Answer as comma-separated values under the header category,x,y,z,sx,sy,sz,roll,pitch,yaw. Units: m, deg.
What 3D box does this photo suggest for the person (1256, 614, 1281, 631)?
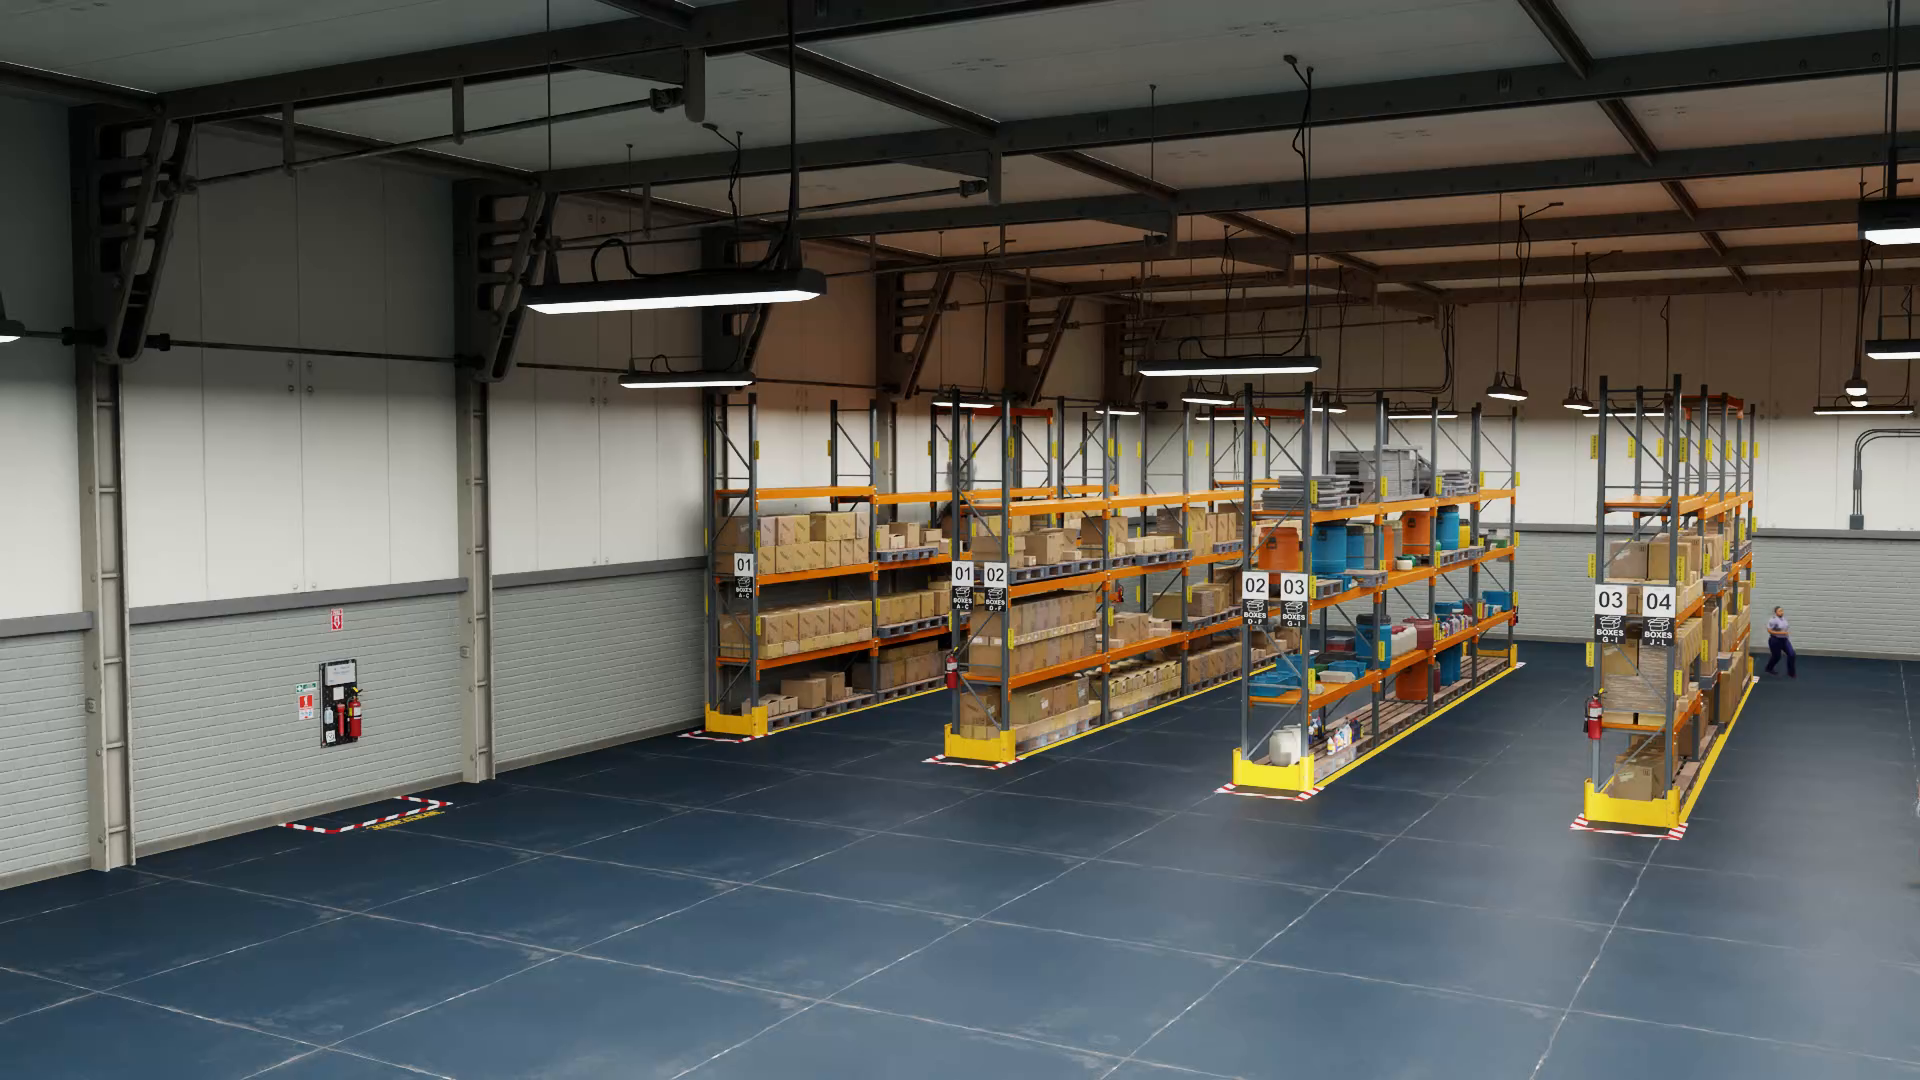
category,x,y,z,sx,sy,sz,roll,pitch,yaw
person,8.011,1.798,42.678,0.673,1.813,0.983,-2,4,-32

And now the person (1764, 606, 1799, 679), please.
category,x,y,z,sx,sy,sz,roll,pitch,yaw
person,17.949,2.281,36.563,0.712,1.629,0.764,-1,3,-25

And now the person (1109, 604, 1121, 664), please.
category,x,y,z,sx,sy,sz,roll,pitch,yaw
person,3.374,2.217,36.276,0.657,1.707,0.766,2,3,27
